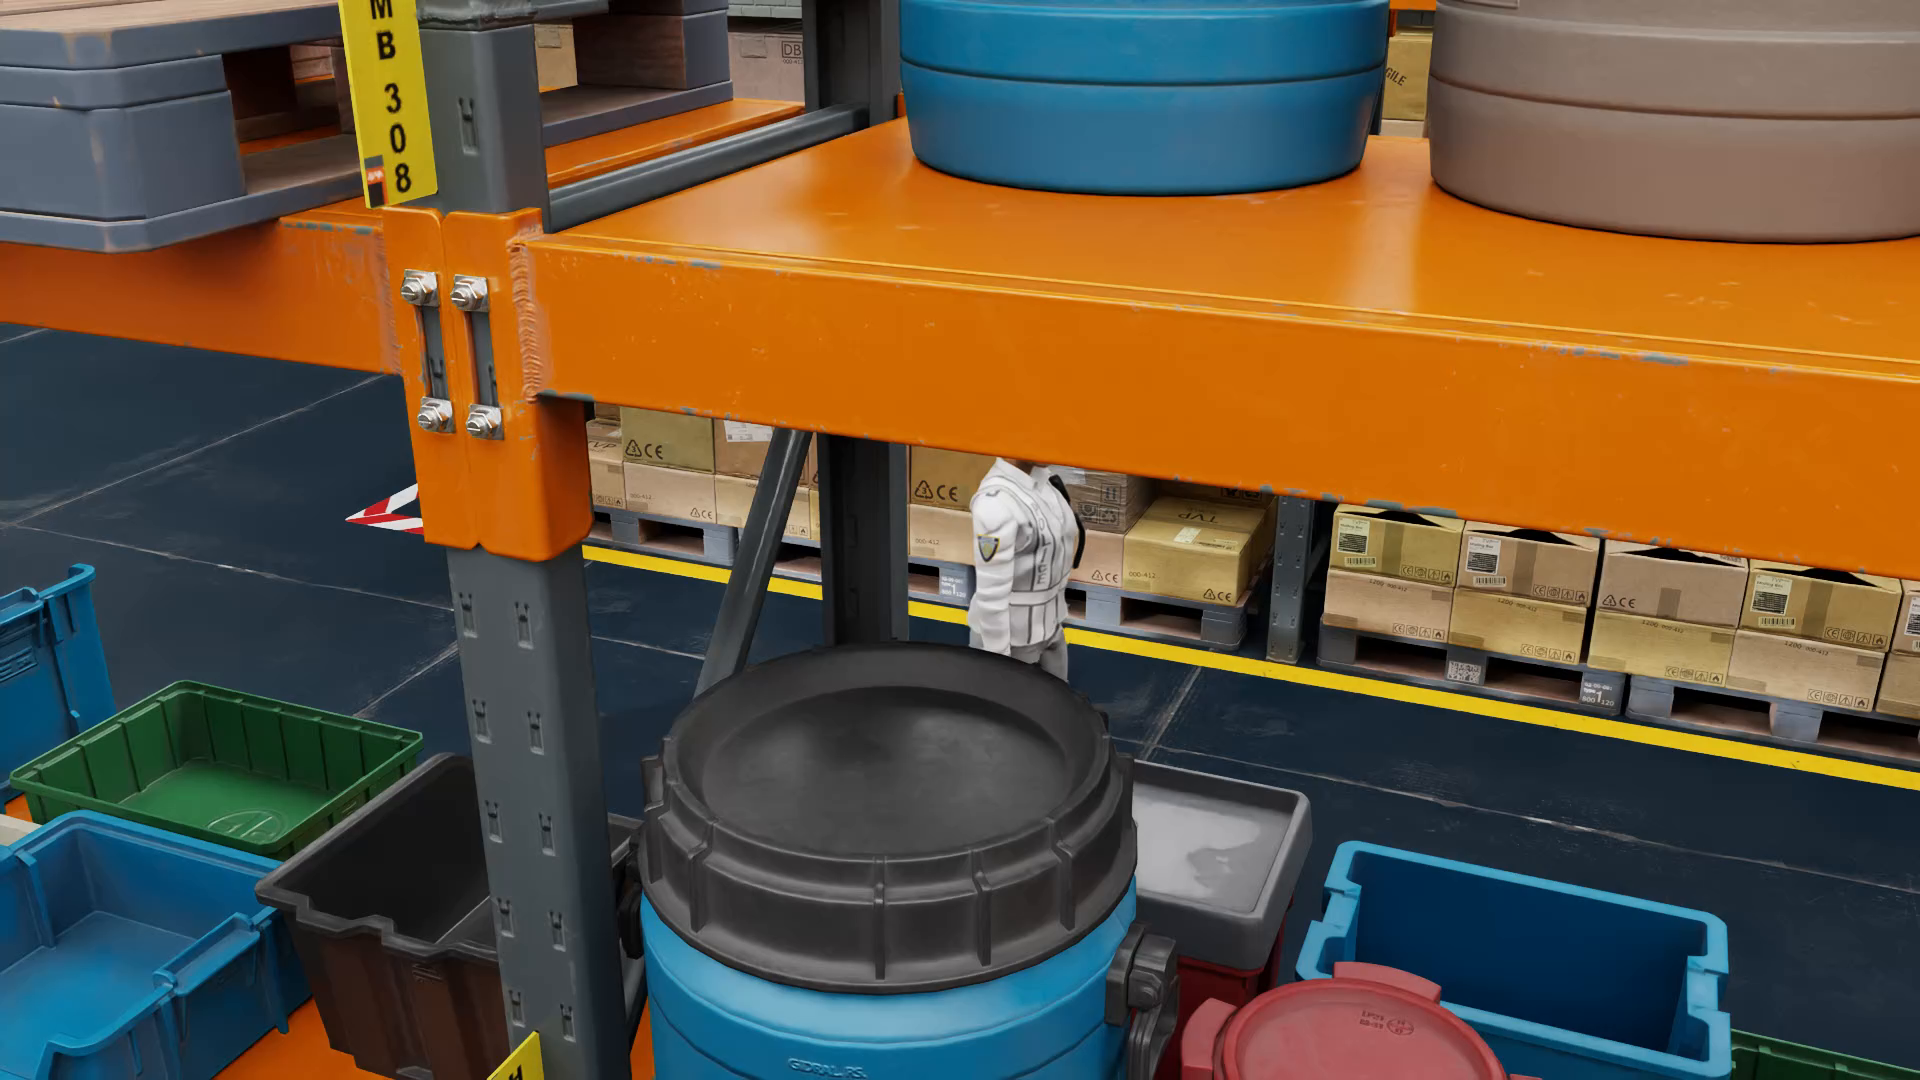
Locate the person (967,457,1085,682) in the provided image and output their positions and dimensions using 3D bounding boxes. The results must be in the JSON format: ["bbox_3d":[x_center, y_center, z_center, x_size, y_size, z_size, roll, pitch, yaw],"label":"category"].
[{"bbox_3d":[0.252,0.319,5.306,0.456,1.688,0.506,9,24,20],"label":"person"}]
